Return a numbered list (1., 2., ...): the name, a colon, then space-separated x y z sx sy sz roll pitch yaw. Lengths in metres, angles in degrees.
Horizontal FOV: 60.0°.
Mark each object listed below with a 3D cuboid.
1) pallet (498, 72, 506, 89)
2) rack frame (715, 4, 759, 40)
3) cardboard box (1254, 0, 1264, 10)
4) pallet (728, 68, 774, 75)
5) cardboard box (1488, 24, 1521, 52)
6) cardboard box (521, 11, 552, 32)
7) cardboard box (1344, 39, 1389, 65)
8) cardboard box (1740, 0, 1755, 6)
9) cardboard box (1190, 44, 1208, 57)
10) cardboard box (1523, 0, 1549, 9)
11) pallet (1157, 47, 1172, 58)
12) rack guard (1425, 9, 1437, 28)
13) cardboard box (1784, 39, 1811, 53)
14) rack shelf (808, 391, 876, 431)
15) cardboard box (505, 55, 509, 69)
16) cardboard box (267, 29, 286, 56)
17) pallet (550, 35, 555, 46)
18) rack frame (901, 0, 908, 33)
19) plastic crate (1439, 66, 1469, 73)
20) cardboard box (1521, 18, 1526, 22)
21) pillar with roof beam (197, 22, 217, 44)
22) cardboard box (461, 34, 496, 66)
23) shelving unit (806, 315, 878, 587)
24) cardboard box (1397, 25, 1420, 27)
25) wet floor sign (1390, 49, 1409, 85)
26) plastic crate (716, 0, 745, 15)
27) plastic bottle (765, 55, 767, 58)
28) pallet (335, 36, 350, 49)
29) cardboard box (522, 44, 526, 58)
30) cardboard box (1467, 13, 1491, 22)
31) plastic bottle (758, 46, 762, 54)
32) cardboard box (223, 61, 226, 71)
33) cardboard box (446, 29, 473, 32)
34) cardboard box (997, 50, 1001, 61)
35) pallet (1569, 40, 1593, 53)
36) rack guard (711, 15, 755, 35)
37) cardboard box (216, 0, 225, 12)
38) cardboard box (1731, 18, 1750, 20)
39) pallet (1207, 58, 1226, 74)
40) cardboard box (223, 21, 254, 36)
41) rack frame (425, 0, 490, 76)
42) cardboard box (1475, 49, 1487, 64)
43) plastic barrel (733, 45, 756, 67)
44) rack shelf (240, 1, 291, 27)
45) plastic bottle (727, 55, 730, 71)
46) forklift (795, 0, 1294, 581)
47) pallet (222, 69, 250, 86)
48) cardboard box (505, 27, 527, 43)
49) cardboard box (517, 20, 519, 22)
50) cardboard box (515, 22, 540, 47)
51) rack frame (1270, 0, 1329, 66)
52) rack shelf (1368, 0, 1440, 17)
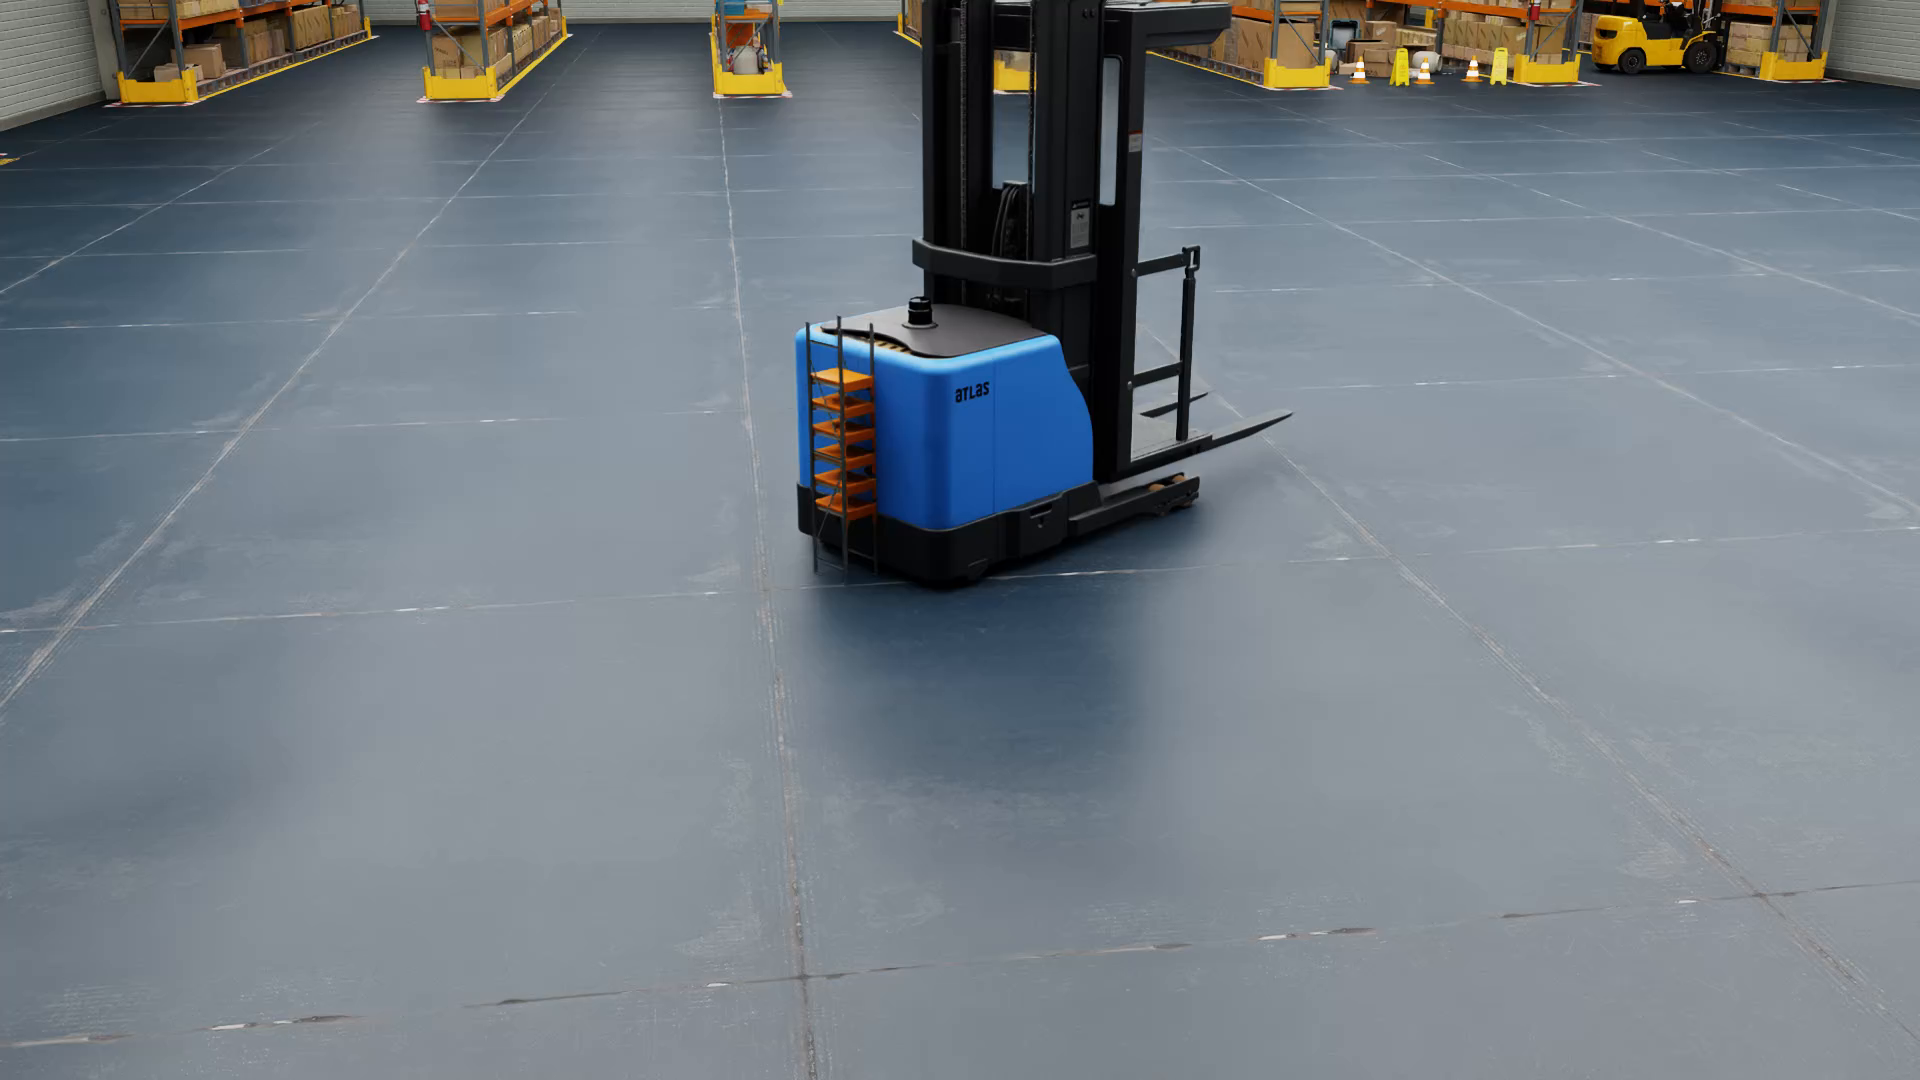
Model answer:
1. pallet: -8.888 -8.402 30.411 1.003 0.211 1.213 -3 21 -8
2. rack frame: -5.392 -13.428 39.881 1.000 3.000 0.127 -3 21 -8
3. cardboard box: 5.963 -10.124 30.820 0.875 0.550 0.550 -3 21 -8
4. pallet: -4.004 -8.694 31.191 1.003 0.211 1.213 -3 21 -8
5. cardboard box: 10.594 -9.727 32.231 0.500 0.500 0.500 -2 21 -6
6. cardboard box: -10.570 -12.866 41.316 0.797 0.503 0.637 -3 21 -8
7. cardboard box: 8.144 -9.721 33.329 0.797 0.637 0.503 -3 21 -8
8. cardboard box: 15.561 -10.658 32.323 0.500 0.500 0.500 -2 21 -6
9. cardboard box: 5.407 -10.476 34.593 1.050 0.750 0.750 -3 21 -8
10. cardboard box: 10.780 -10.024 31.126 0.380 0.149 0.250 -2 21 -6
11. pallet: 5.048 -10.925 37.165 1.003 0.211 1.213 -3 21 -8
12. rack guard: 13.662 -14.617 46.637 1.175 0.500 0.348 -3 21 -8
13. cardboard box: 16.095 -9.590 32.222 0.500 0.250 0.500 -3 21 -7
14. rack shelf: -0.533 -0.582 7.499 0.180 0.103 0.258 -19 27 -41
15. cardboard box: -8.795 -8.995 31.342 0.500 0.250 0.500 -3 21 -8
16. cardboard box: -14.463 -10.332 34.535 0.700 0.500 0.500 -3 21 -7
17. pallet: -10.392 -12.111 40.340 1.003 0.211 1.213 -3 21 -8
18. rack frame: -1.067 -15.063 44.258 1.000 3.000 0.127 -3 21 -8
19. plastic crate: 9.884 -9.455 33.417 0.402 0.080 0.583 -11 23 -26
20. cardboard box: 14.228 -12.919 41.491 0.500 0.500 0.500 -4 21 -9
21. pillar with roof beam: -11.027 -14.077 33.045 9.100 9.000 0.400 -3 21 -8
22. cardboard box: -8.495 -8.654 29.358 0.500 0.500 0.500 -3 21 -8
23. shelving unit: -0.533 -0.399 7.566 0.189 1.200 0.258 -19 27 -41
24. cardboard box: 9.964 -11.562 38.041 0.950 0.372 0.625 -4 21 -11
25. wet floor sign: 8.126 -8.725 30.654 0.267 0.644 0.232 -7 21 -17
26. plastic crate: -4.030 -9.362 29.206 0.499 0.251 0.616 -3 21 -8
27. plastic bottle: -3.629 -8.929 31.090 0.061 0.283 0.133 -3 21 -7
28. pallet: -15.227 -11.889 39.747 1.003 0.211 1.213 -3 21 -8
29. cardboard box: -9.176 -10.003 34.040 0.500 0.250 0.500 -3 21 -7
30. cardboard box: 10.363 -10.436 33.202 0.380 0.149 0.250 -2 21 -5
31. plastic bottle: -3.833 -9.348 32.115 0.144 0.351 0.185 -4 21 -10
32. cardboard box: -13.935 -8.853 31.054 0.380 0.166 0.250 -6 21 -15
33. cardboard box: -9.239 -9.147 30.677 0.500 0.500 0.500 -3 21 -8
34. cardboard box: 0.974 -9.189 31.503 0.500 0.500 0.500 -1 21 -3
35. pallet: 14.884 -11.451 38.573 1.003 0.211 1.213 -3 21 -8
36. rack guard: -5.985 -13.649 44.047 1.175 0.500 0.348 -3 21 -8
37. cardboard box: -13.522 -9.602 29.825 0.500 0.250 0.500 -3 21 -8
38. cardboard box: 15.790 -10.525 34.010 0.500 0.250 0.500 -3 21 -7
39. pallet: 5.618 -9.549 33.482 1.003 0.211 1.213 -3 21 -8
40. cardboard box: -14.310 -10.131 32.926 0.500 0.250 0.500 -4 21 -9
41. rack frame: -8.564 -9.025 28.091 1.000 3.000 0.127 -3 21 -8
42. cardboard box: 10.515 -9.558 32.850 0.500 0.250 0.500 -4 21 -10
43. plastic barrel: -3.905 -8.702 30.183 0.421 0.512 0.421 0 20 0
44. rack shelf: -14.330 -10.514 33.107 1.077 0.370 4.000 -3 21 -8
45. plastic bottle: -4.370 -8.906 31.037 0.152 0.276 0.135 -3 21 -7
46. forklift: 0.607 -1.609 8.334 3.031 2.935 1.130 -19 28 -41
47. pallet: -13.910 -8.621 30.997 1.003 0.211 1.213 -3 21 -8
48. cardboard box: -9.247 -10.442 34.416 0.500 0.311 0.500 -3 21 -8
49. cardboard box: -10.240 -11.502 37.669 0.500 0.500 0.500 -4 21 -10
50. cardboard box: -9.581 -11.182 36.813 0.500 0.500 0.500 -4 21 -10
51. rack frame: 6.162 -9.738 30.002 1.000 3.000 0.127 -3 21 -8
52. rack shelf: 10.181 -11.763 36.452 1.077 0.370 4.000 -3 21 -8
